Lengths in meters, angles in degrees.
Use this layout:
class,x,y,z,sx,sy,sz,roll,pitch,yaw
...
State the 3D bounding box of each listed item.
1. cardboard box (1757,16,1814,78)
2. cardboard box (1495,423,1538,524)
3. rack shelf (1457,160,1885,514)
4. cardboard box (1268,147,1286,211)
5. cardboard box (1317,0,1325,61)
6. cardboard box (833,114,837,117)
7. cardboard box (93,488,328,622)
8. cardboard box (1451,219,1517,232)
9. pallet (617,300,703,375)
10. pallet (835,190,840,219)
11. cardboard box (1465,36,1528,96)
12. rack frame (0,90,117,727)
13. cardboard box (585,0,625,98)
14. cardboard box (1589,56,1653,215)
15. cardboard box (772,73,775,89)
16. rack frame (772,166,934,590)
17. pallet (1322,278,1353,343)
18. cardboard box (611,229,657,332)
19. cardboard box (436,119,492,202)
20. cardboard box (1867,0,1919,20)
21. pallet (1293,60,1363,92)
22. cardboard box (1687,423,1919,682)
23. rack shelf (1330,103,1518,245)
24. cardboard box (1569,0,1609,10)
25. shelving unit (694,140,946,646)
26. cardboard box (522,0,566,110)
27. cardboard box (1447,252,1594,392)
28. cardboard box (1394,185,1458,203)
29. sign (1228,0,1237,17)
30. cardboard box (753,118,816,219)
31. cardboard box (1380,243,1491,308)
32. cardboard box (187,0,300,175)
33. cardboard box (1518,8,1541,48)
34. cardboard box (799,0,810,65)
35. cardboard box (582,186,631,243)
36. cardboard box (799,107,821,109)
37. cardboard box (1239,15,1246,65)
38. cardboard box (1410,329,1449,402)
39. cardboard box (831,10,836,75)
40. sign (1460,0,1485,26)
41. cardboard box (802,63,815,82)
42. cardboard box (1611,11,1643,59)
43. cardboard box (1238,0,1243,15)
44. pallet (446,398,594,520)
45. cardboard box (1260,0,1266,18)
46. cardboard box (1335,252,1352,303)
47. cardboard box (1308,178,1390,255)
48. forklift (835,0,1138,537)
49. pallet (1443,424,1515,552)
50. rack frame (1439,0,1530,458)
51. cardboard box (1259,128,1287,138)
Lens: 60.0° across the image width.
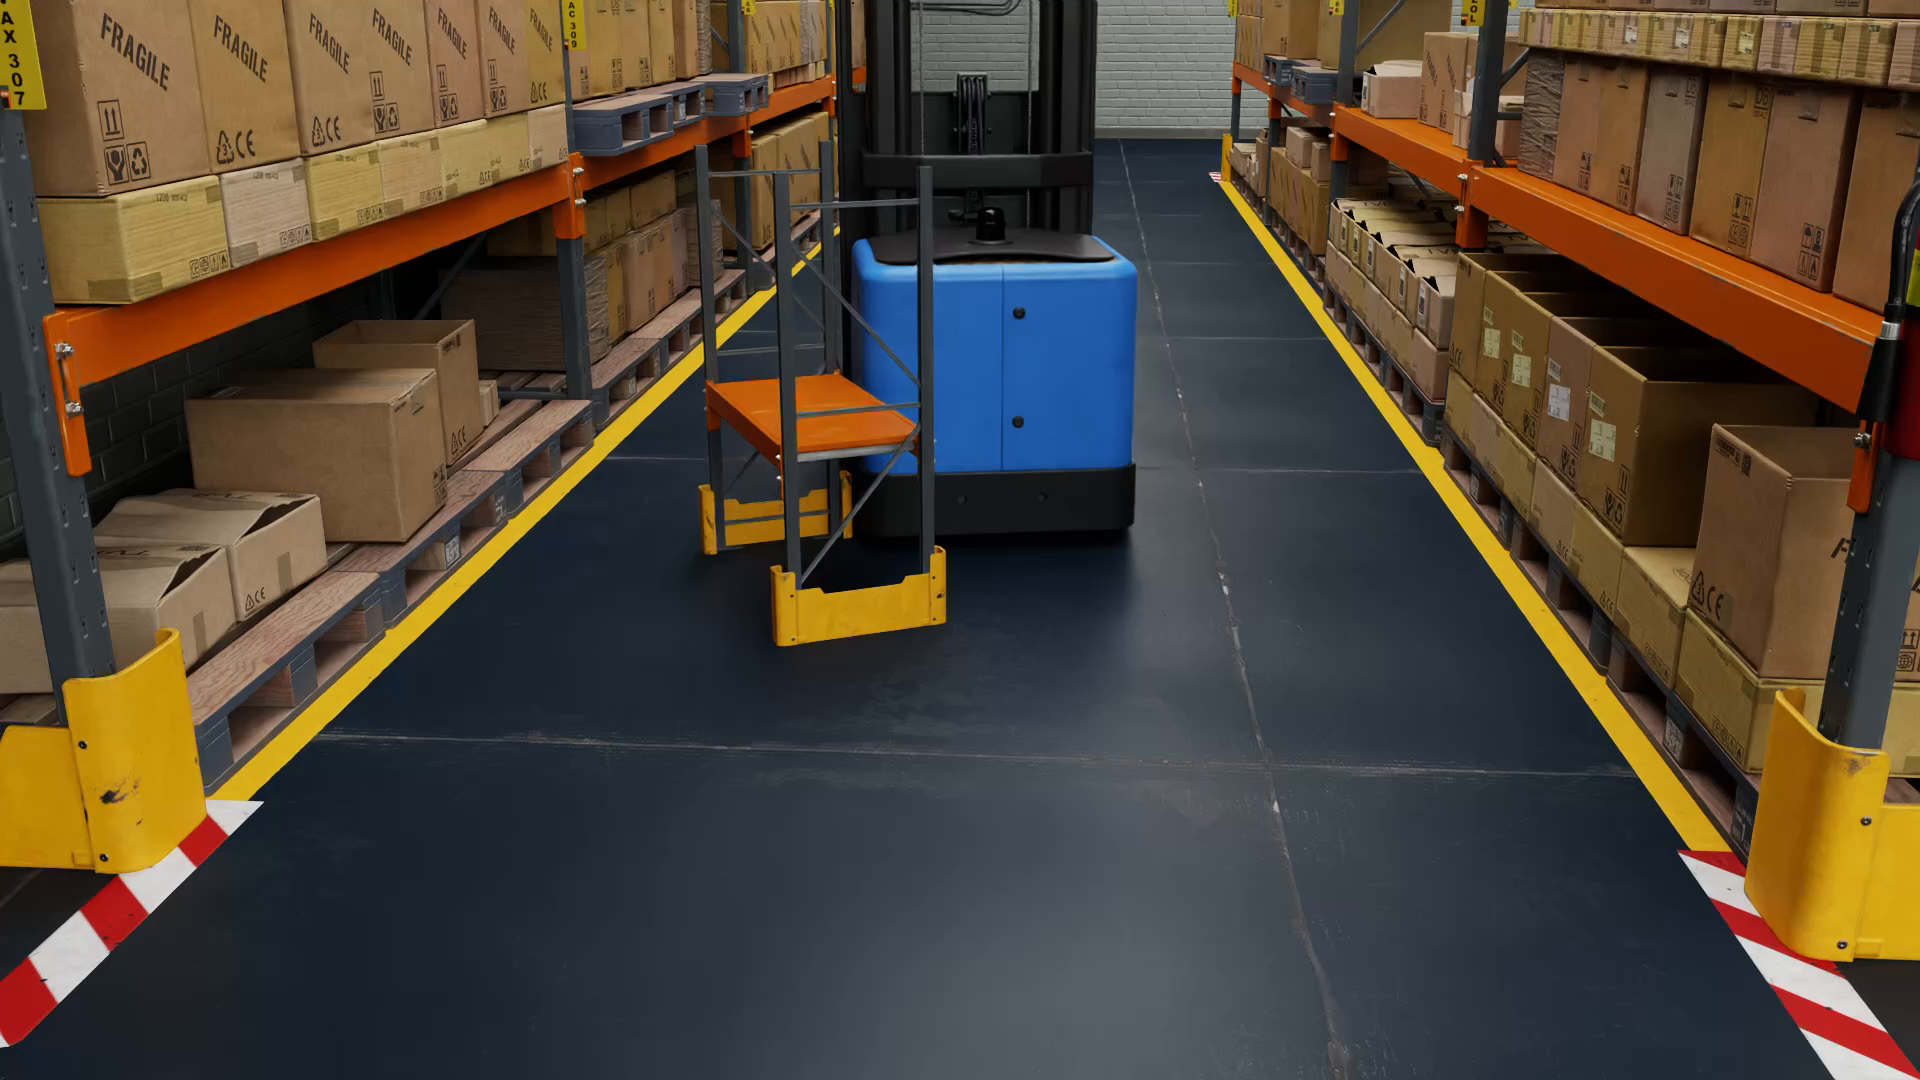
class,x,y,z,sx,sy,sz,roll,pitch,yaw
cardboard box,2.310,-1.276,4.297,0.380,0.149,0.250,2,18,5
cardboard box,2.286,-0.246,6.098,0.500,0.250,0.500,1,18,4
rack shelf,2.560,-0.838,5.317,1.077,0.370,4.000,1,18,4
cardboard box,2.999,-3.162,14.563,0.500,0.500,0.500,0,18,1
cardboard box,3.212,-3.982,12.924,0.700,0.500,0.500,-3,18,-10
cardboard box,-1.265,-4.209,16.749,0.380,0.149,0.250,1,18,2
cardboard box,-2.345,0.011,5.184,0.500,0.311,0.500,3,18,8
cardboard box,3.128,-1.716,9.683,0.500,0.311,0.500,1,18,4
pallet,-2.099,-1.207,9.767,1.003,0.211,1.213,1,18,4
pallet,-1.532,-3.304,16.167,1.003,0.211,1.213,1,18,4
cardboard box,2.812,-2.250,8.312,0.500,0.500,0.500,3,18,8
rack frame,-2.525,-0.668,3.644,1.000,3.000,0.127,1,18,4
cardboard box,-2.120,-2.497,8.360,0.700,0.500,0.500,3,18,10
cardboard box,2.606,-1.391,5.689,0.700,0.500,0.500,2,18,5
cardboard box,-1.632,-3.540,12.780,0.380,0.149,0.250,2,18,5
rack frame,-0.322,-0.407,5.256,0.500,1.500,0.032,-7,19,-21
pallet,2.892,-1.463,10.549,1.003,0.211,1.213,1,18,4
cardboard box,-2.138,-1.479,9.429,0.700,0.500,0.500,1,18,5
cardboard box,-2.034,-1.383,6.036,0.500,0.250,0.500,1,18,4
cardboard box,2.466,-1.384,3.584,0.700,0.500,0.500,1,18,4
pallet,3.125,-3.556,12.766,1.003,0.211,1.213,1,18,4
cardboard box,2.158,0.019,4.084,0.500,0.500,0.500,1,18,4
rack shelf,2.847,-2.080,9.109,1.077,0.370,4.000,1,18,4
cardboard box,2.643,-2.170,5.984,0.700,0.500,0.500,1,18,4
shelving unit,-0.514,-0.556,5.713,0.587,1.500,1.083,-7,19,-21
cardboard box,-1.963,-2.051,6.869,0.500,0.500,0.500,1,18,4
cardboard box,2.358,-0.913,6.929,0.500,0.500,0.500,1,18,4
cardboard box,3.308,-2.199,11.625,0.500,0.500,0.500,2,18,6
sign,3.022,-5.951,18.377,0.100,0.325,0.005,1,18,4
cardboard box,-1.642,-3.092,13.819,0.750,0.750,0.750,2,18,6
cardboard box,2.515,-1.409,8.746,0.500,0.311,0.500,1,18,4
cardboard box,-2.145,-1.257,4.447,0.500,0.500,0.500,1,18,4
cardboard box,2.491,-2.077,6.743,0.380,0.149,0.250,1,18,4
cardboard box,-1.517,-4.130,13.538,0.500,0.500,0.500,1,18,4
cardboard box,-2.140,-1.815,9.249,0.500,0.250,0.500,1,18,2
cardboard box,-1.573,-4.546,17.776,0.380,0.149,0.250,1,18,4
cardboard box,3.237,-5.283,17.568,0.500,0.500,0.500,1,18,3
cardboard box,2.444,-0.829,7.877,0.500,0.250,0.500,1,18,3
cardboard box,-1.609,-4.705,15.484,0.980,0.700,0.700,2,18,5
sign,2.161,-2.322,6.961,0.100,0.325,0.005,1,18,4
cardboard box,-1.425,-3.932,13.976,0.380,0.149,0.250,1,18,4
cardboard box,2.402,-1.677,5.521,0.380,0.149,0.250,1,18,2
cardboard box,3.269,-5.918,17.901,0.500,0.500,0.500,2,18,6
pallet,-2.251,-0.376,7.230,1.003,0.211,1.213,1,18,4
cardboard box,3.089,-5.130,15.495,0.500,0.500,0.500,1,18,3
cardboard box,2.624,-1.624,10.302,0.500,0.250,0.500,1,18,2
cardboard box,2.823,-2.360,12.116,0.500,0.500,0.500,2,18,6
forklift,-0.001,-1.818,7.266,1.130,2.935,3.031,-2,18,-6
pallet,2.604,-0.230,6.784,1.003,0.211,1.213,1,18,4
rack frame,2.703,-1.801,7.101,1.000,3.000,0.127,1,18,4
cardboard box,3.406,-3.892,16.785,0.797,0.503,0.637,1,18,4
